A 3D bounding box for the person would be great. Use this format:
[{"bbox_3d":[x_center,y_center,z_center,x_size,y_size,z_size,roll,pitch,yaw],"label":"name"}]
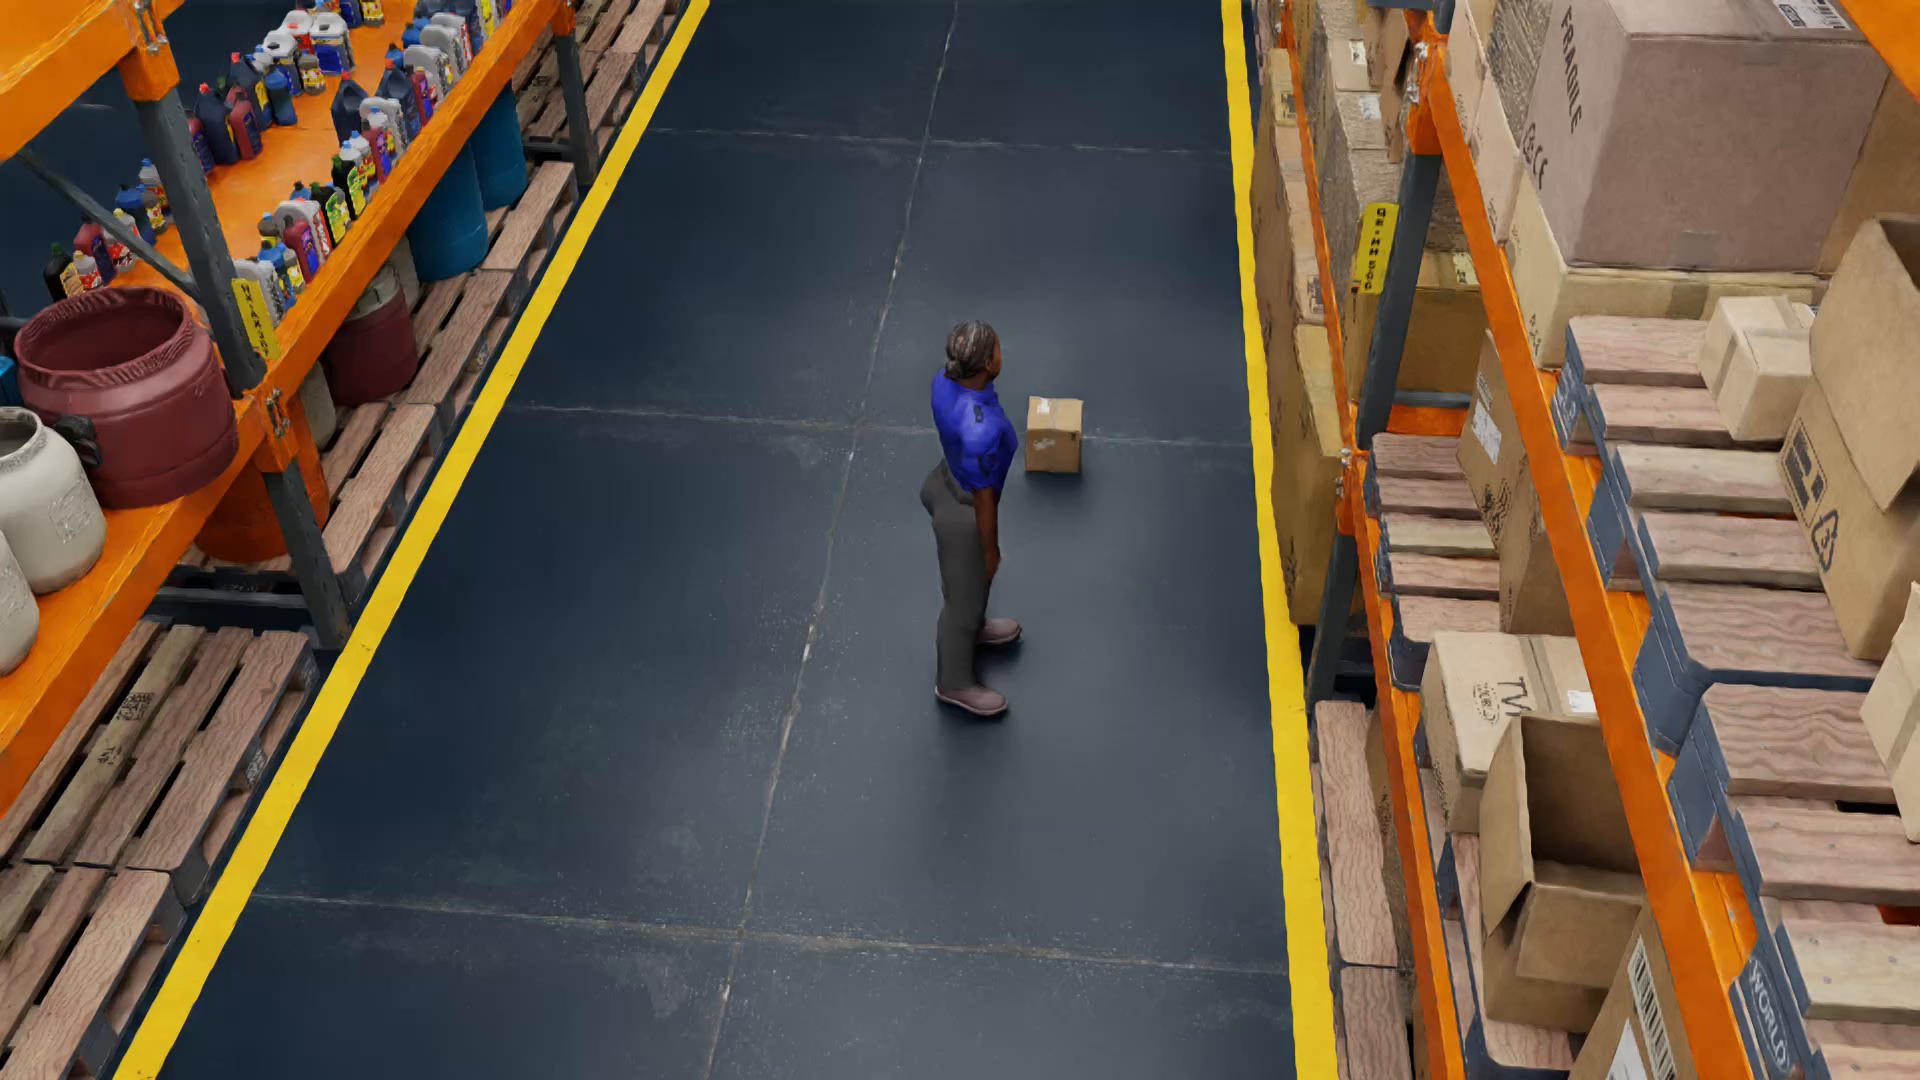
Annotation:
[{"bbox_3d":[0.080,-0.107,6.248,0.437,1.666,0.535,-11,42,-13],"label":"person"}]
